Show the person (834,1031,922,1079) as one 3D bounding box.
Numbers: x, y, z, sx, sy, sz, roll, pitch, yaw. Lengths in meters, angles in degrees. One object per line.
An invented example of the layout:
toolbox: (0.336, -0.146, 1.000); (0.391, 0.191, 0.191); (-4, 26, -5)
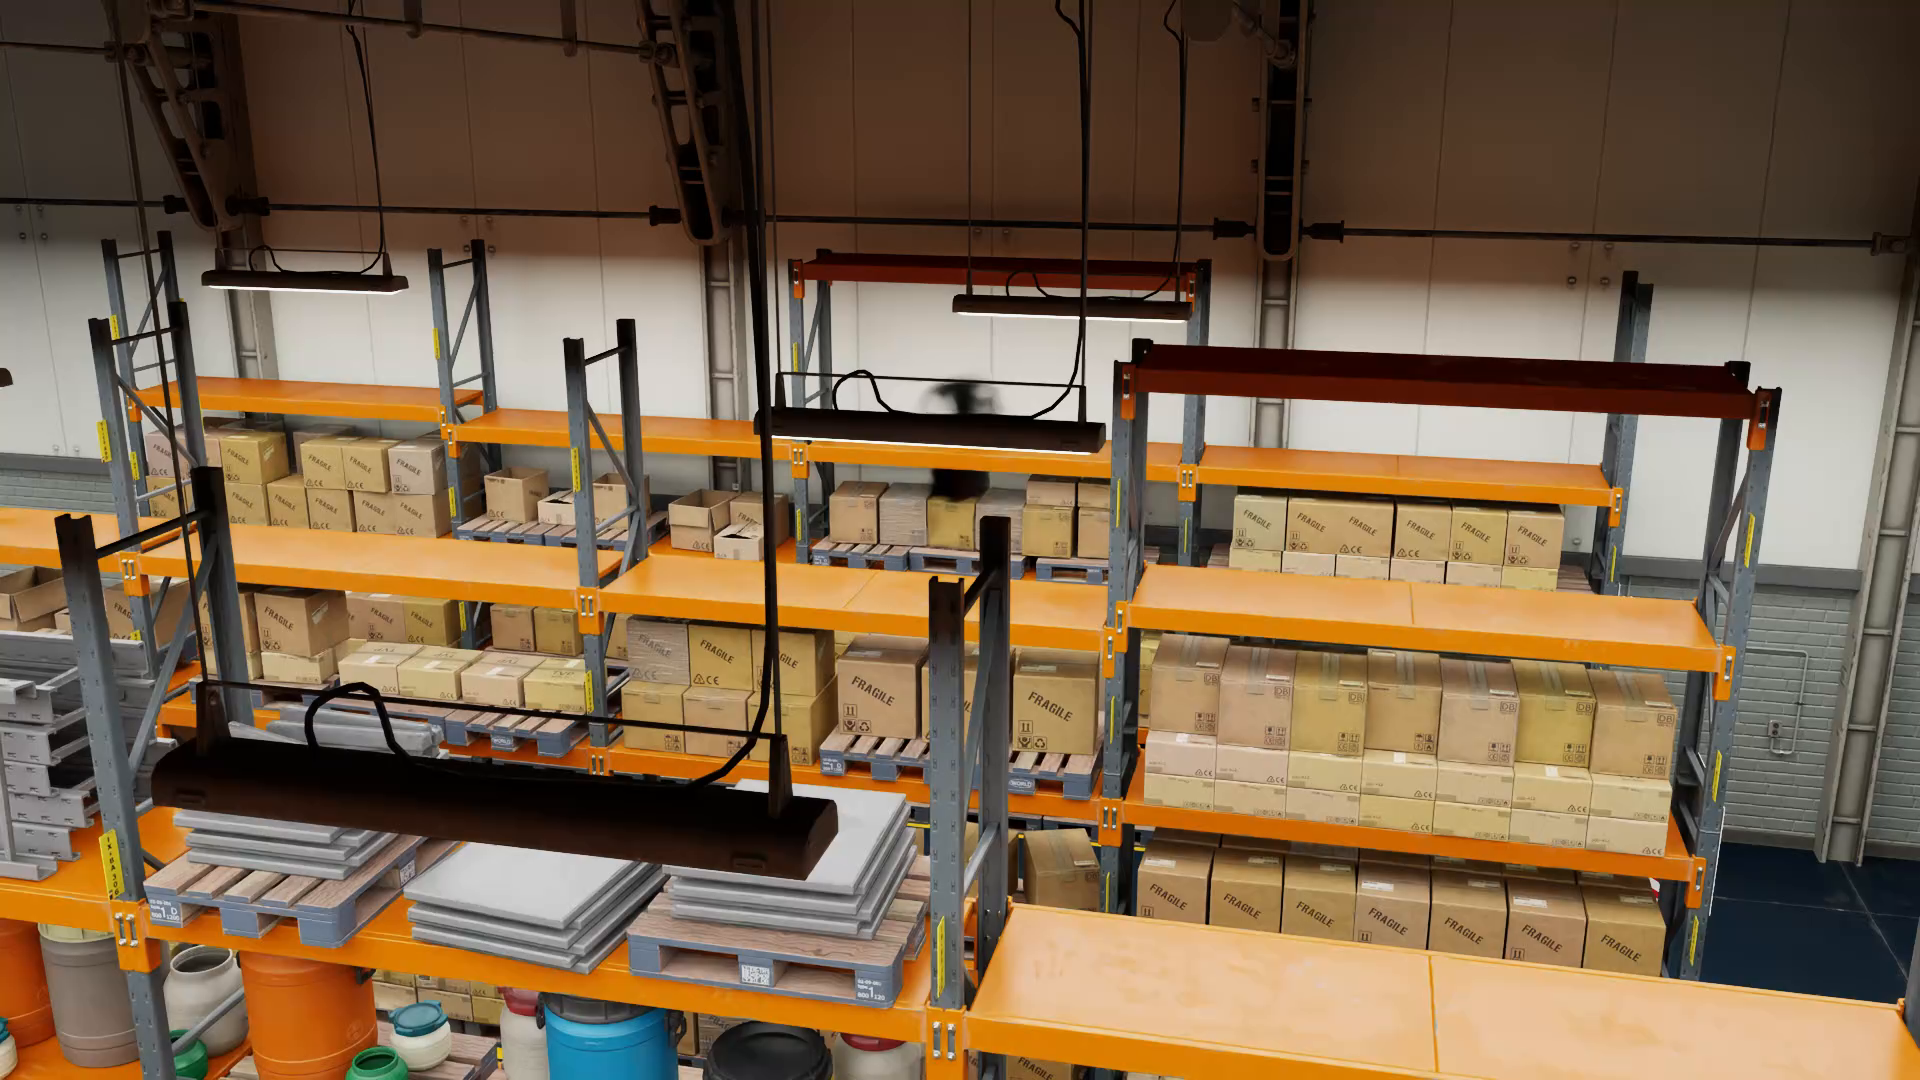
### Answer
person: (-0.549, 3.993, 11.650); (0.636, 1.712, 0.753); (8, 18, 26)
